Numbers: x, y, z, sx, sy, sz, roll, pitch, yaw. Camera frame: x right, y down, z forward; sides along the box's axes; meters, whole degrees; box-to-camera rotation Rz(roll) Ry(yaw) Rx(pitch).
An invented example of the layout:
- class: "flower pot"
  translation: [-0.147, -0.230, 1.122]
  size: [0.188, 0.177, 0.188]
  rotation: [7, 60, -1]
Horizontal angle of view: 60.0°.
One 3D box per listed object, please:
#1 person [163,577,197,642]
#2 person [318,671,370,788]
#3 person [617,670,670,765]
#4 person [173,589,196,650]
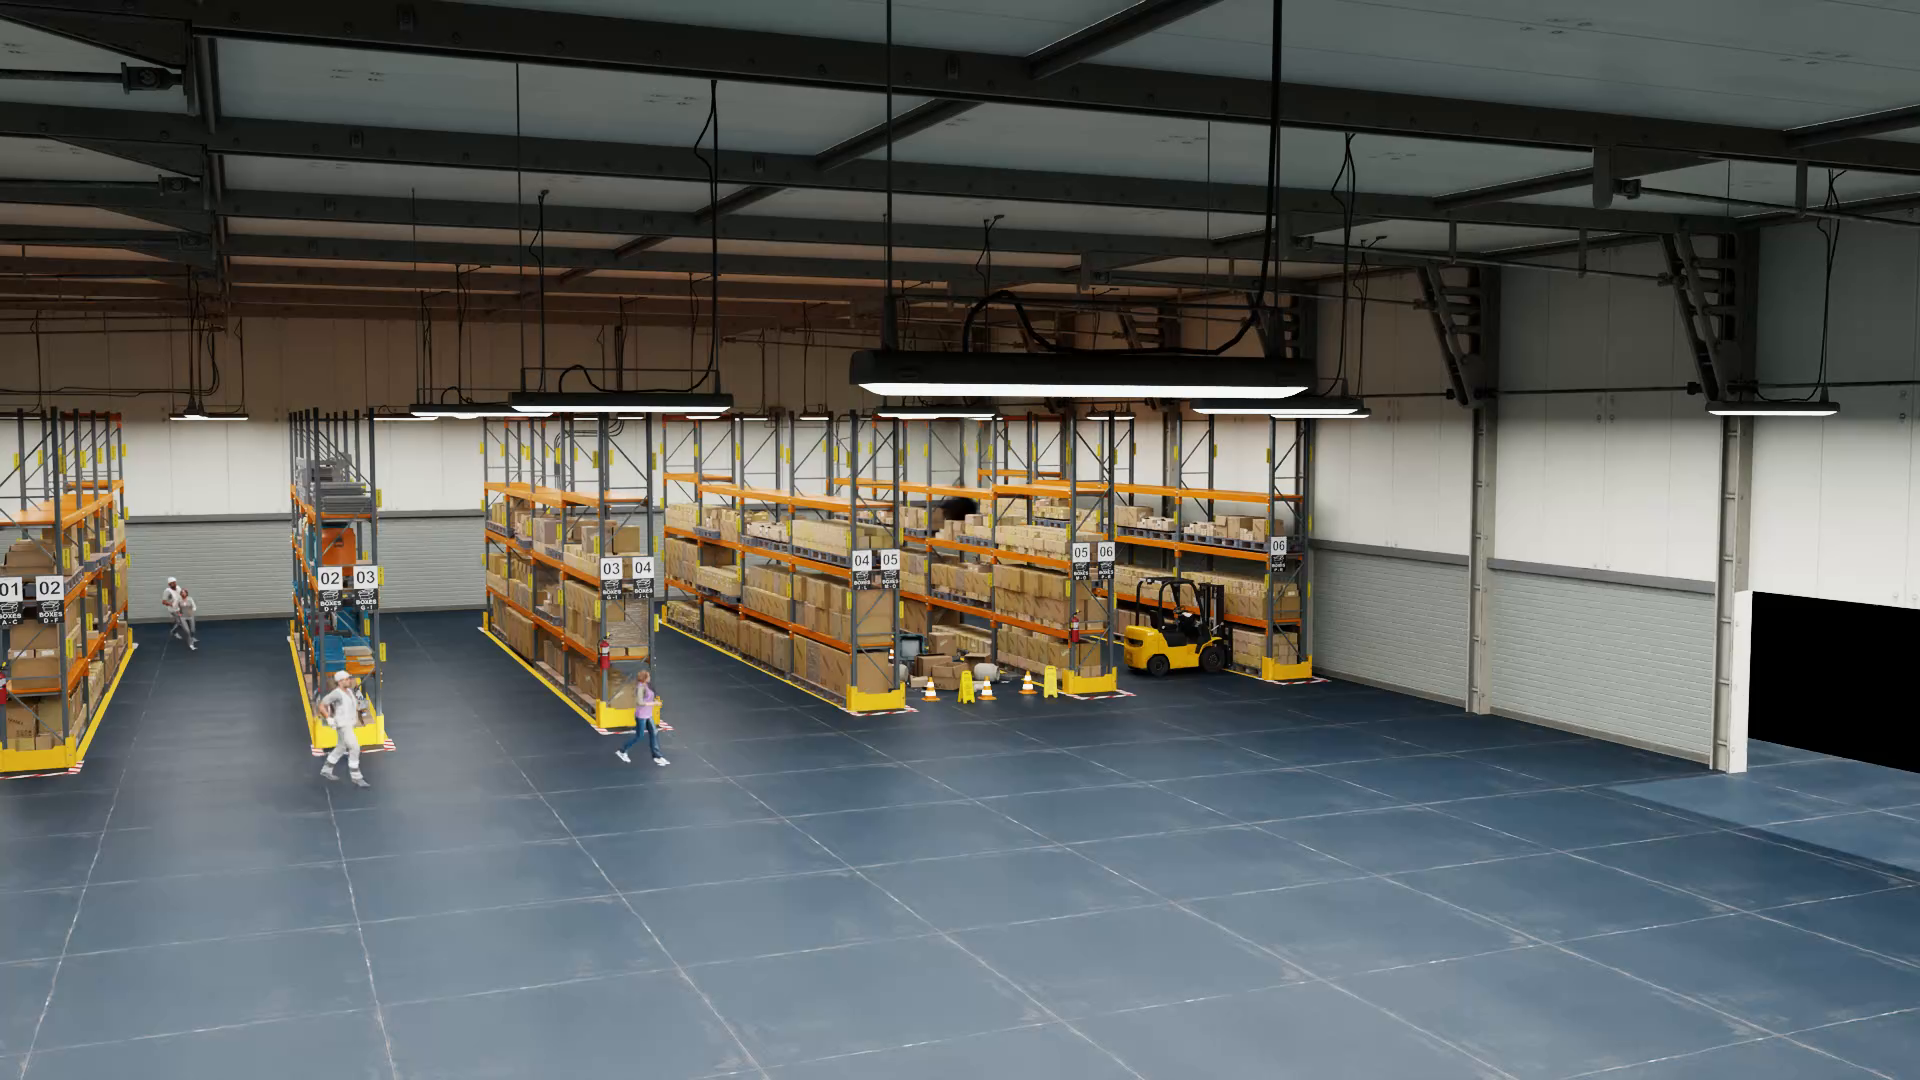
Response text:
- class: "person"
  translation: [-20.395, 1.824, 43.273]
  size: [0.832, 1.732, 0.711]
  rotation: [1, 4, 20]
- class: "person"
  translation: [-9.724, 2.977, 26.227]
  size: [0.843, 1.838, 0.656]
  rotation: [0, 4, 1]
- class: "person"
  translation: [-5.297, 3.010, 27.718]
  size: [0.876, 1.504, 0.540]
  rotation: [0, 4, 6]
- class: "person"
  translation: [-19.648, 2.007, 42.173]
  size: [0.533, 1.551, 0.563]
  rotation: [-3, 5, -33]
